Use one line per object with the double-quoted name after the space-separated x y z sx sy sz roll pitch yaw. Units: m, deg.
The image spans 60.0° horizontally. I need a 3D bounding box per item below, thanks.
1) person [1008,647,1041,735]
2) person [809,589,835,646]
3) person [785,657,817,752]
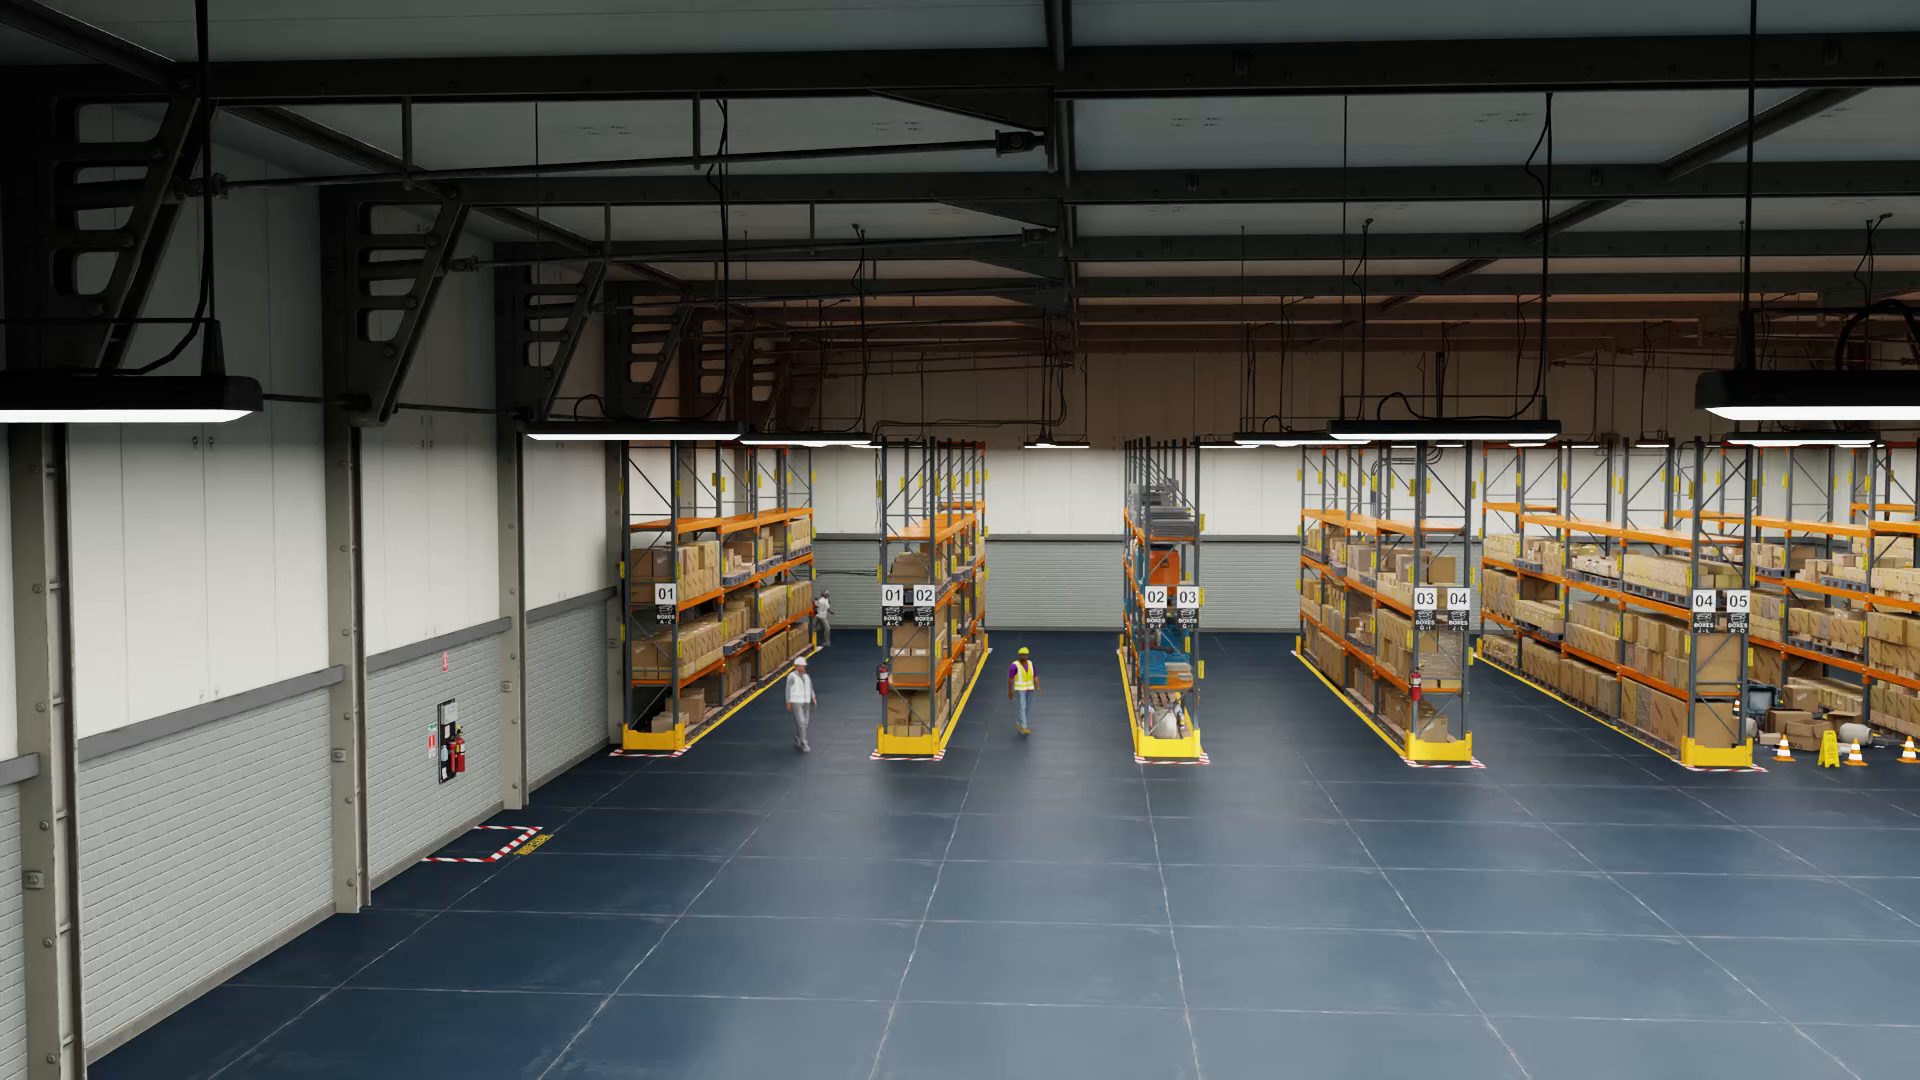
1.339 3.040 33.632 0.586 1.721 0.959 -2 4 -30 "person"
-4.095 2.292 48.911 0.850 1.706 0.544 0 3 7 "person"
-3.002 3.153 32.029 0.569 1.769 0.782 -3 4 -44 "person"
